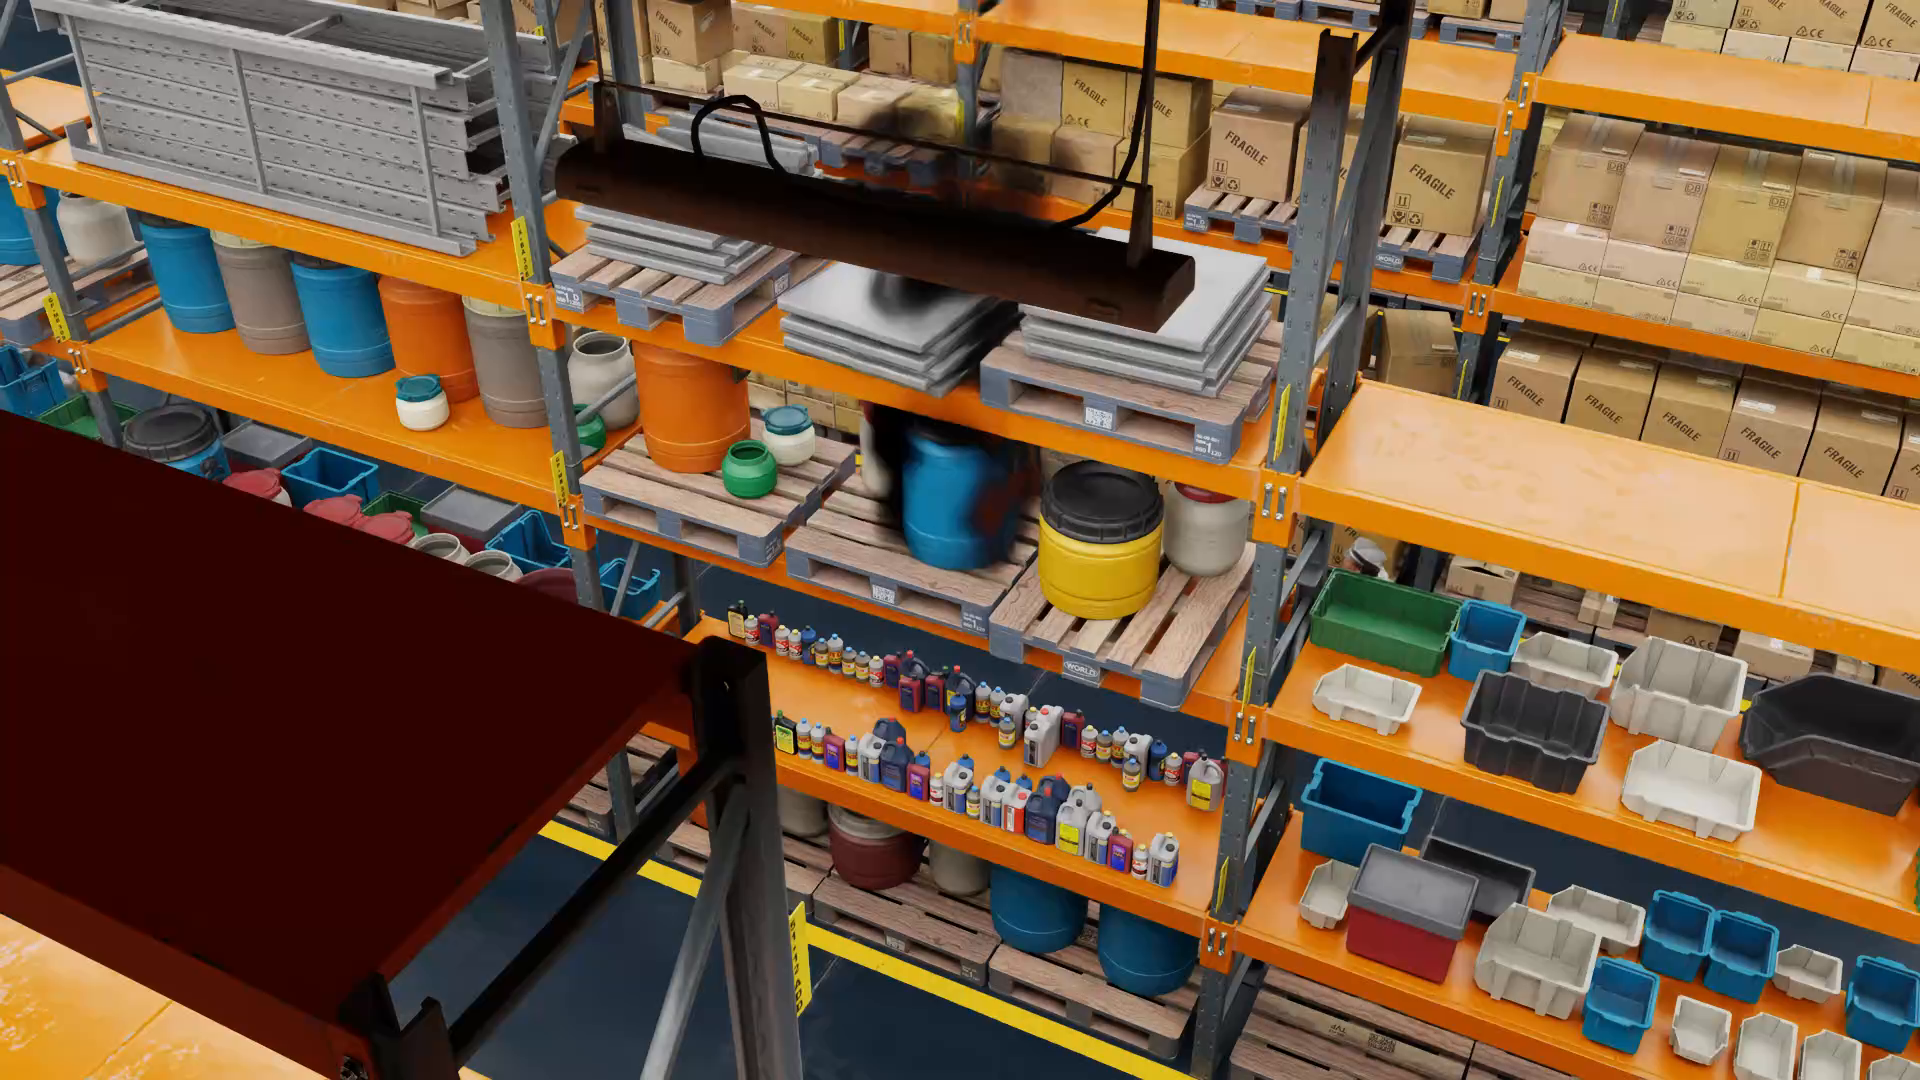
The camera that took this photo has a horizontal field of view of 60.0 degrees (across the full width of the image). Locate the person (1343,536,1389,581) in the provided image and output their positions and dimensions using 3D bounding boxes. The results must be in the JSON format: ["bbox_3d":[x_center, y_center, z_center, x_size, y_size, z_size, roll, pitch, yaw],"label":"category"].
[{"bbox_3d":[2.809,0.696,11.486,0.645,1.643,0.618,13,37,18],"label":"person"}]

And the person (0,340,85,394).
[{"bbox_3d":[-8.399,-1.741,14.951,0.863,1.682,0.569,7,36,9],"label":"person"}]
